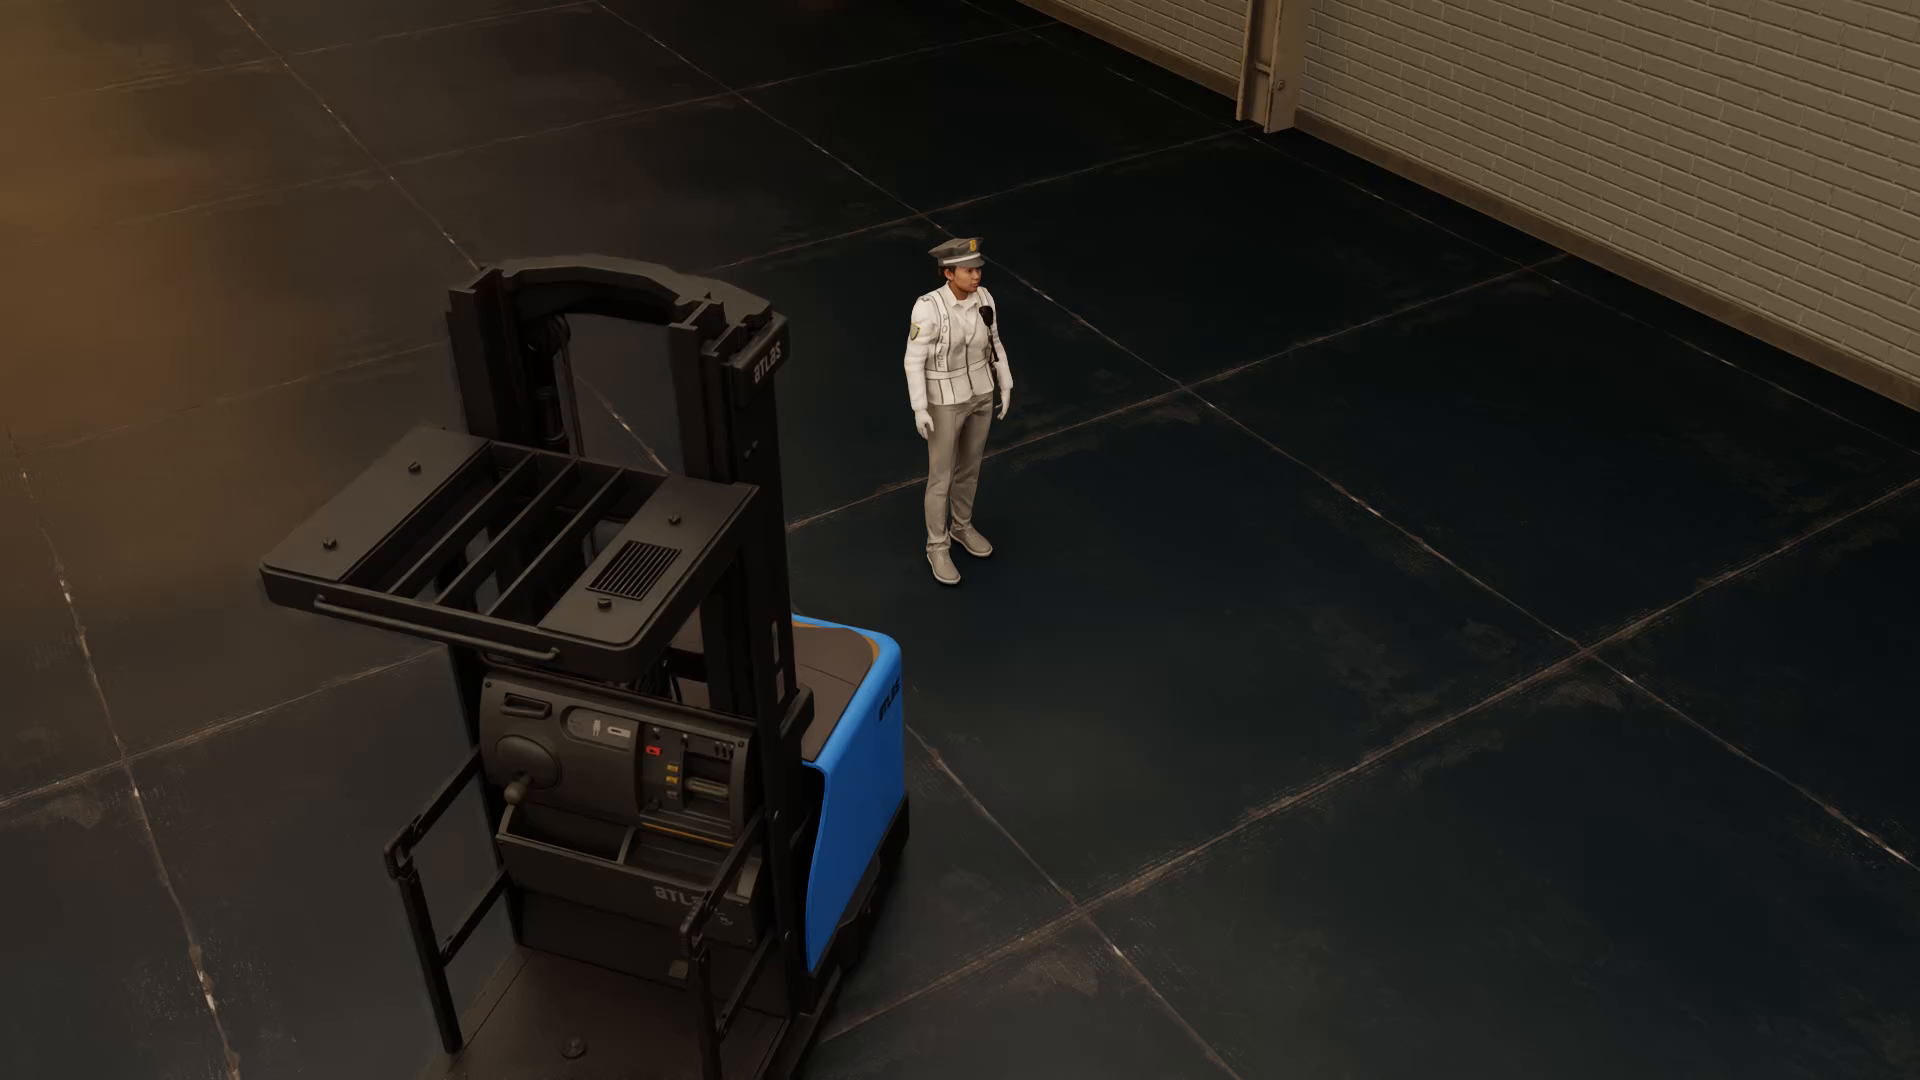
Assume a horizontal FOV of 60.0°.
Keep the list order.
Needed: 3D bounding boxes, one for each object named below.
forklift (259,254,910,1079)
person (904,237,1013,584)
[{"bbox_3d":[-1.160,0.758,5.069,1.130,2.935,3.031,11,37,15],"label":"forklift"},{"bbox_3d":[0.031,-0.664,8.156,0.586,1.695,0.531,-21,40,-27],"label":"person"}]
